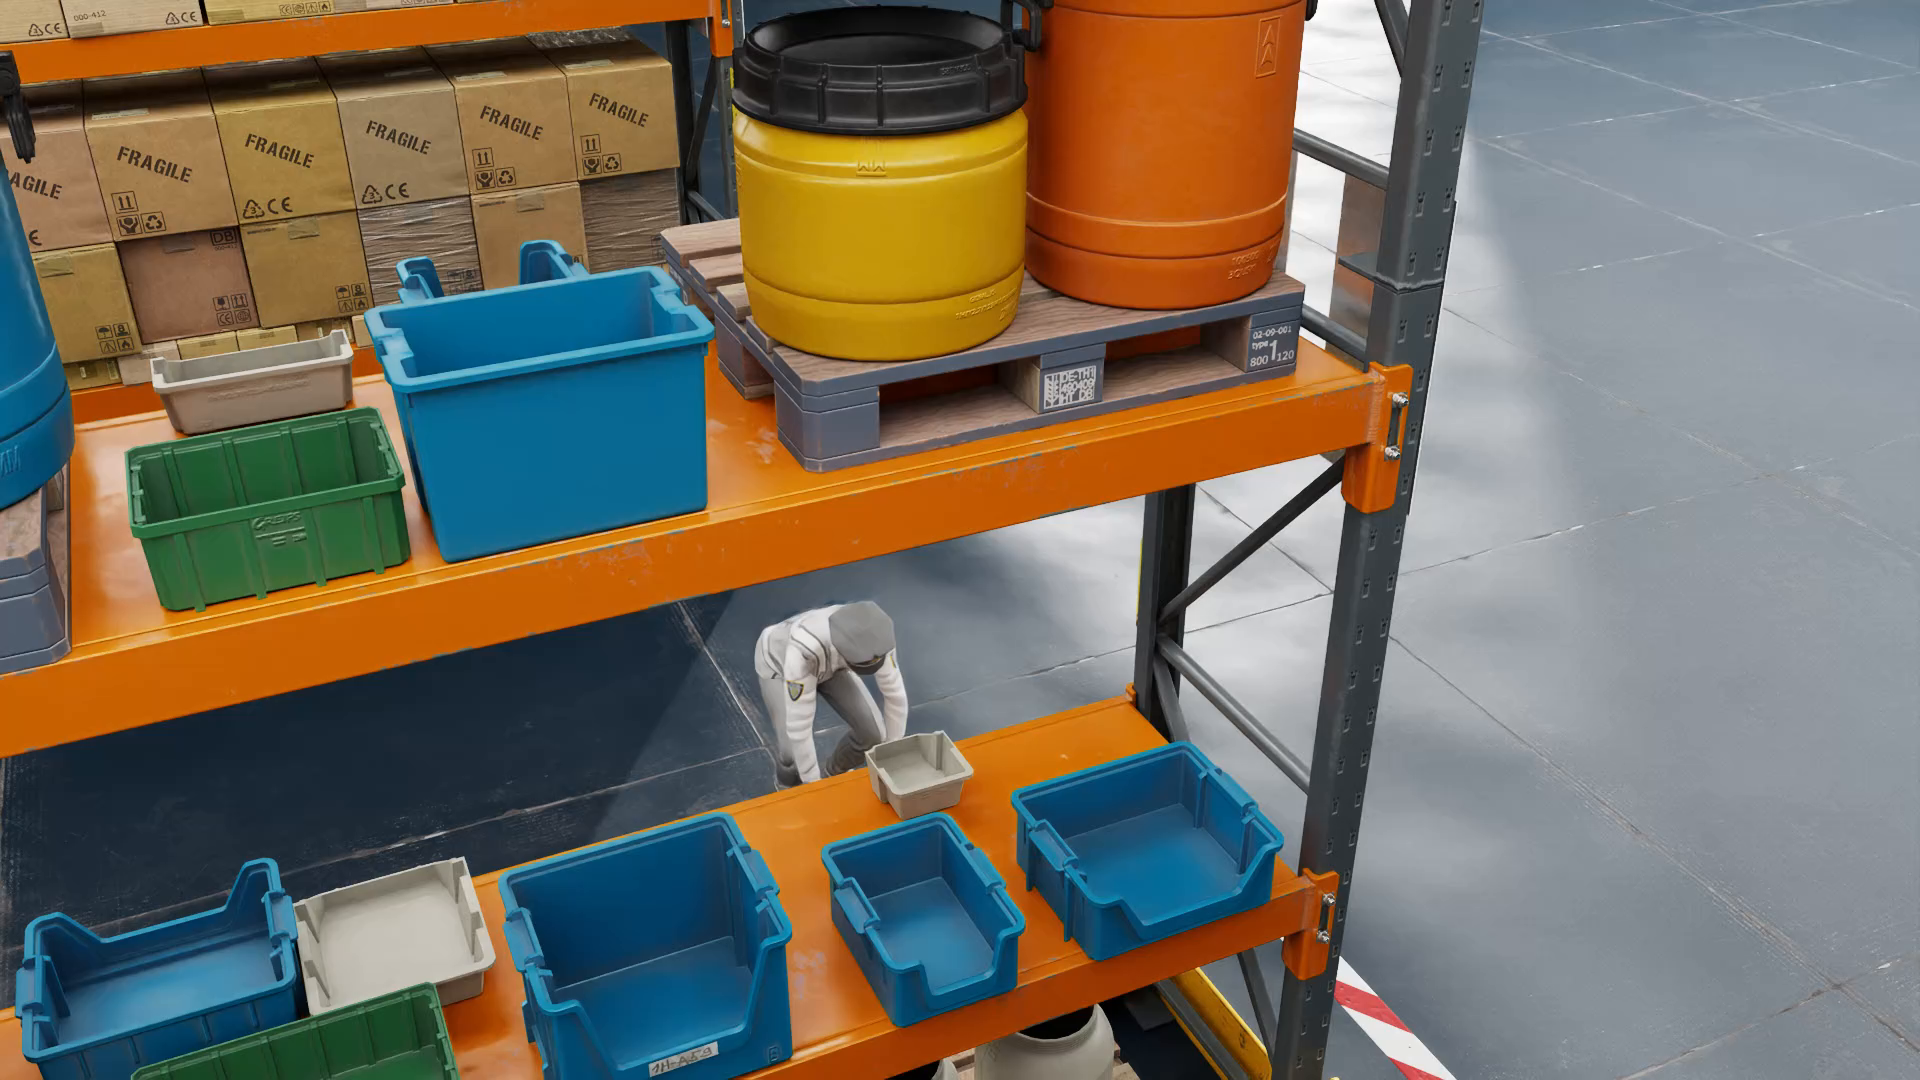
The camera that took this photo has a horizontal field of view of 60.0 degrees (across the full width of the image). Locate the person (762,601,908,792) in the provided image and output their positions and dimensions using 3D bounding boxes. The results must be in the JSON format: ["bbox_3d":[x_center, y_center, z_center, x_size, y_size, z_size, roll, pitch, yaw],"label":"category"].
[{"bbox_3d":[-0.497,0.629,6.596,0.509,1.101,0.809,-13,32,-22],"label":"person"}]
